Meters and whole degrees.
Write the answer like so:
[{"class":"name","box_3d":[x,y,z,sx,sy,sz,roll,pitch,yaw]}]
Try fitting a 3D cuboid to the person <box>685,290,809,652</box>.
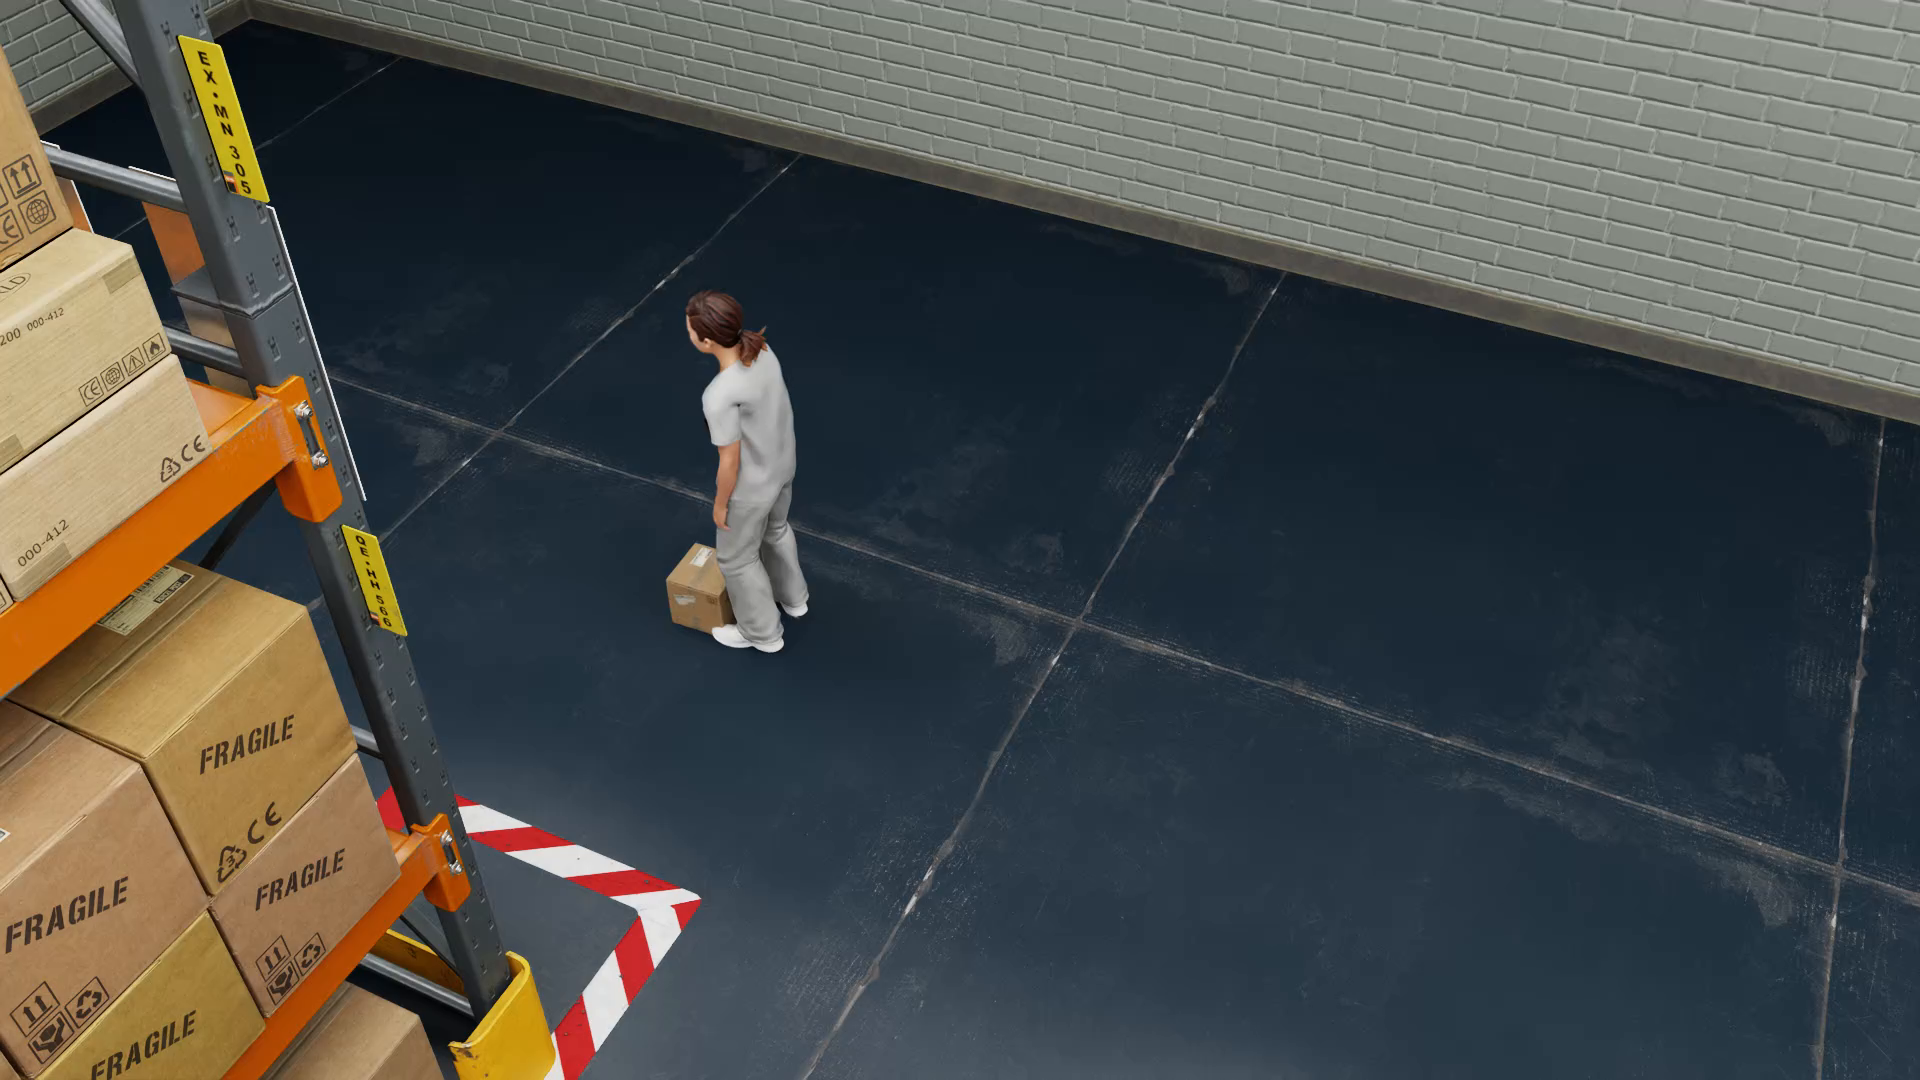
[{"class":"person","box_3d":[-0.819,-0.253,6.441,0.362,1.671,0.499,15,44,16]}]
